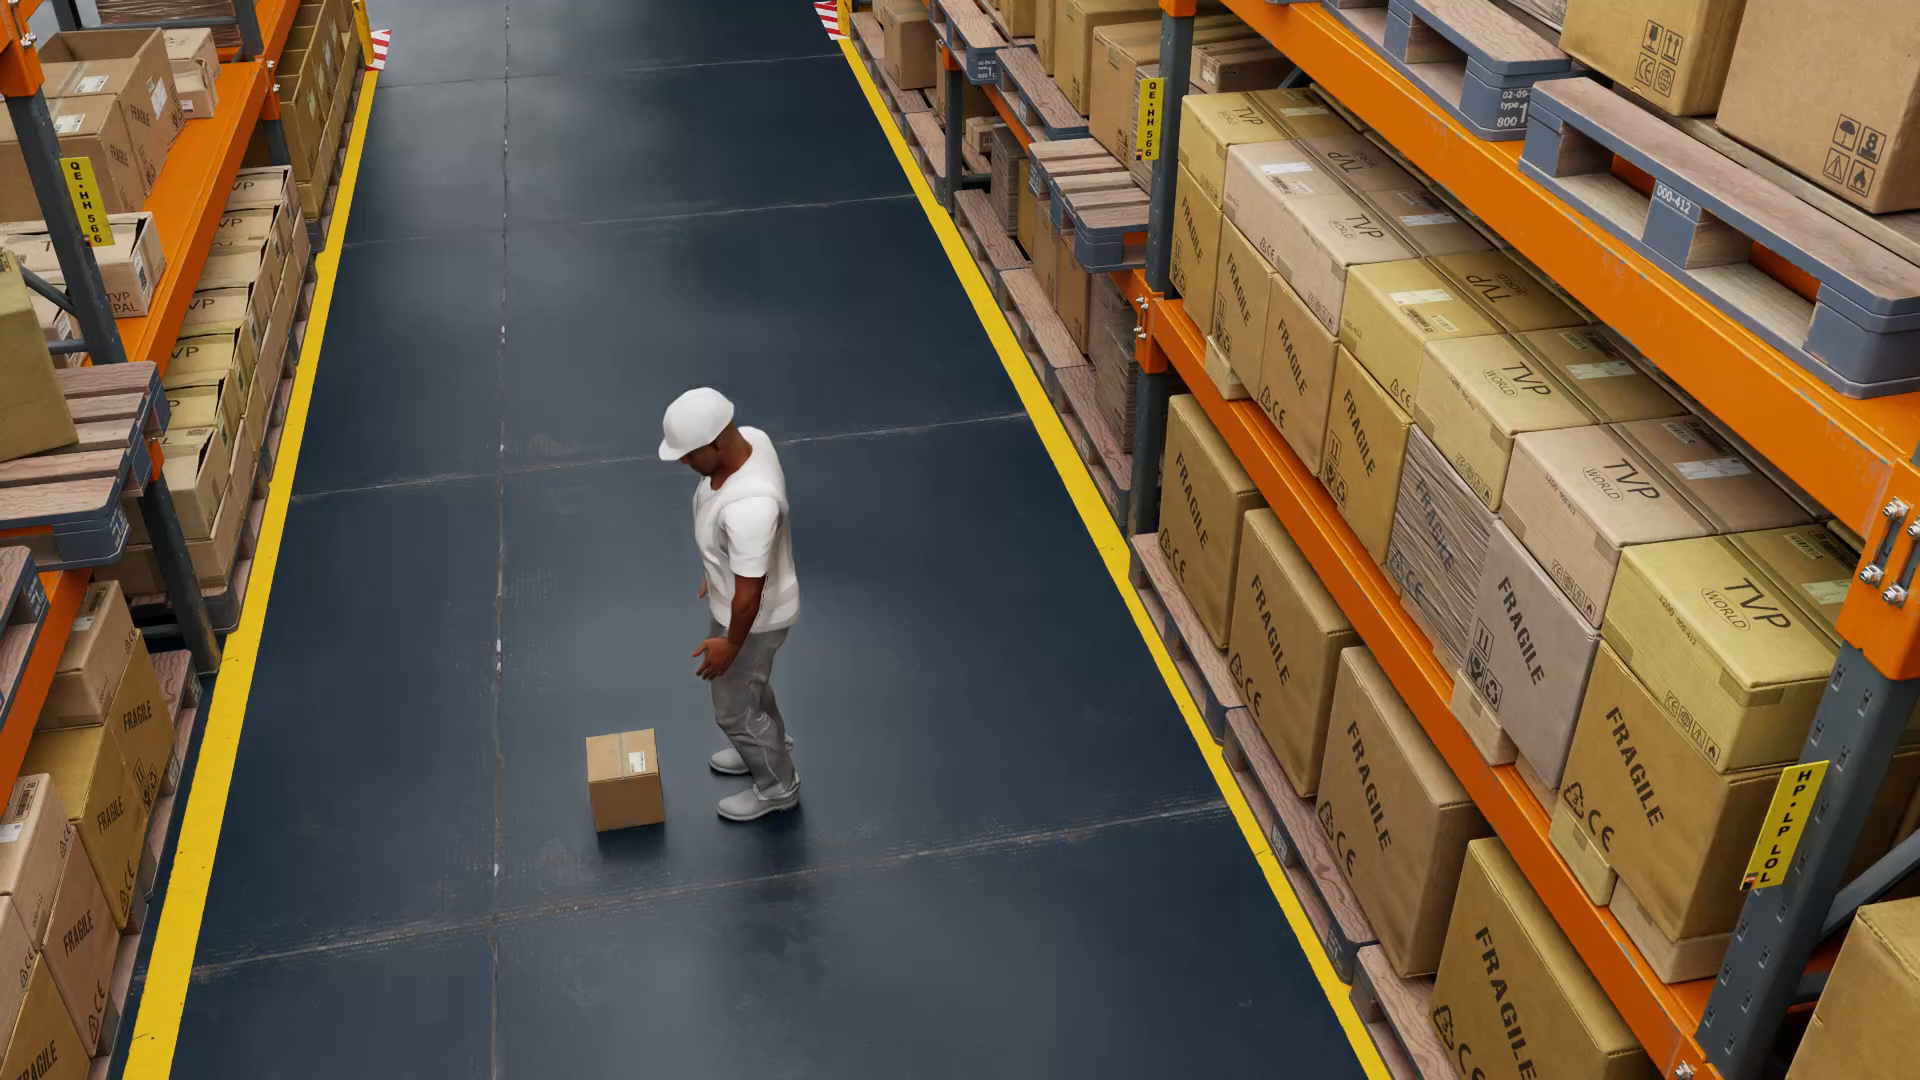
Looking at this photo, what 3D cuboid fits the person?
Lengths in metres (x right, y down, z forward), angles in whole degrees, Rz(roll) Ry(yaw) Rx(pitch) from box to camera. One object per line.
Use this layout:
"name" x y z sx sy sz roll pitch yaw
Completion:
"person" -0.772 0.233 5.810 0.422 1.732 0.584 -6 35 -9
